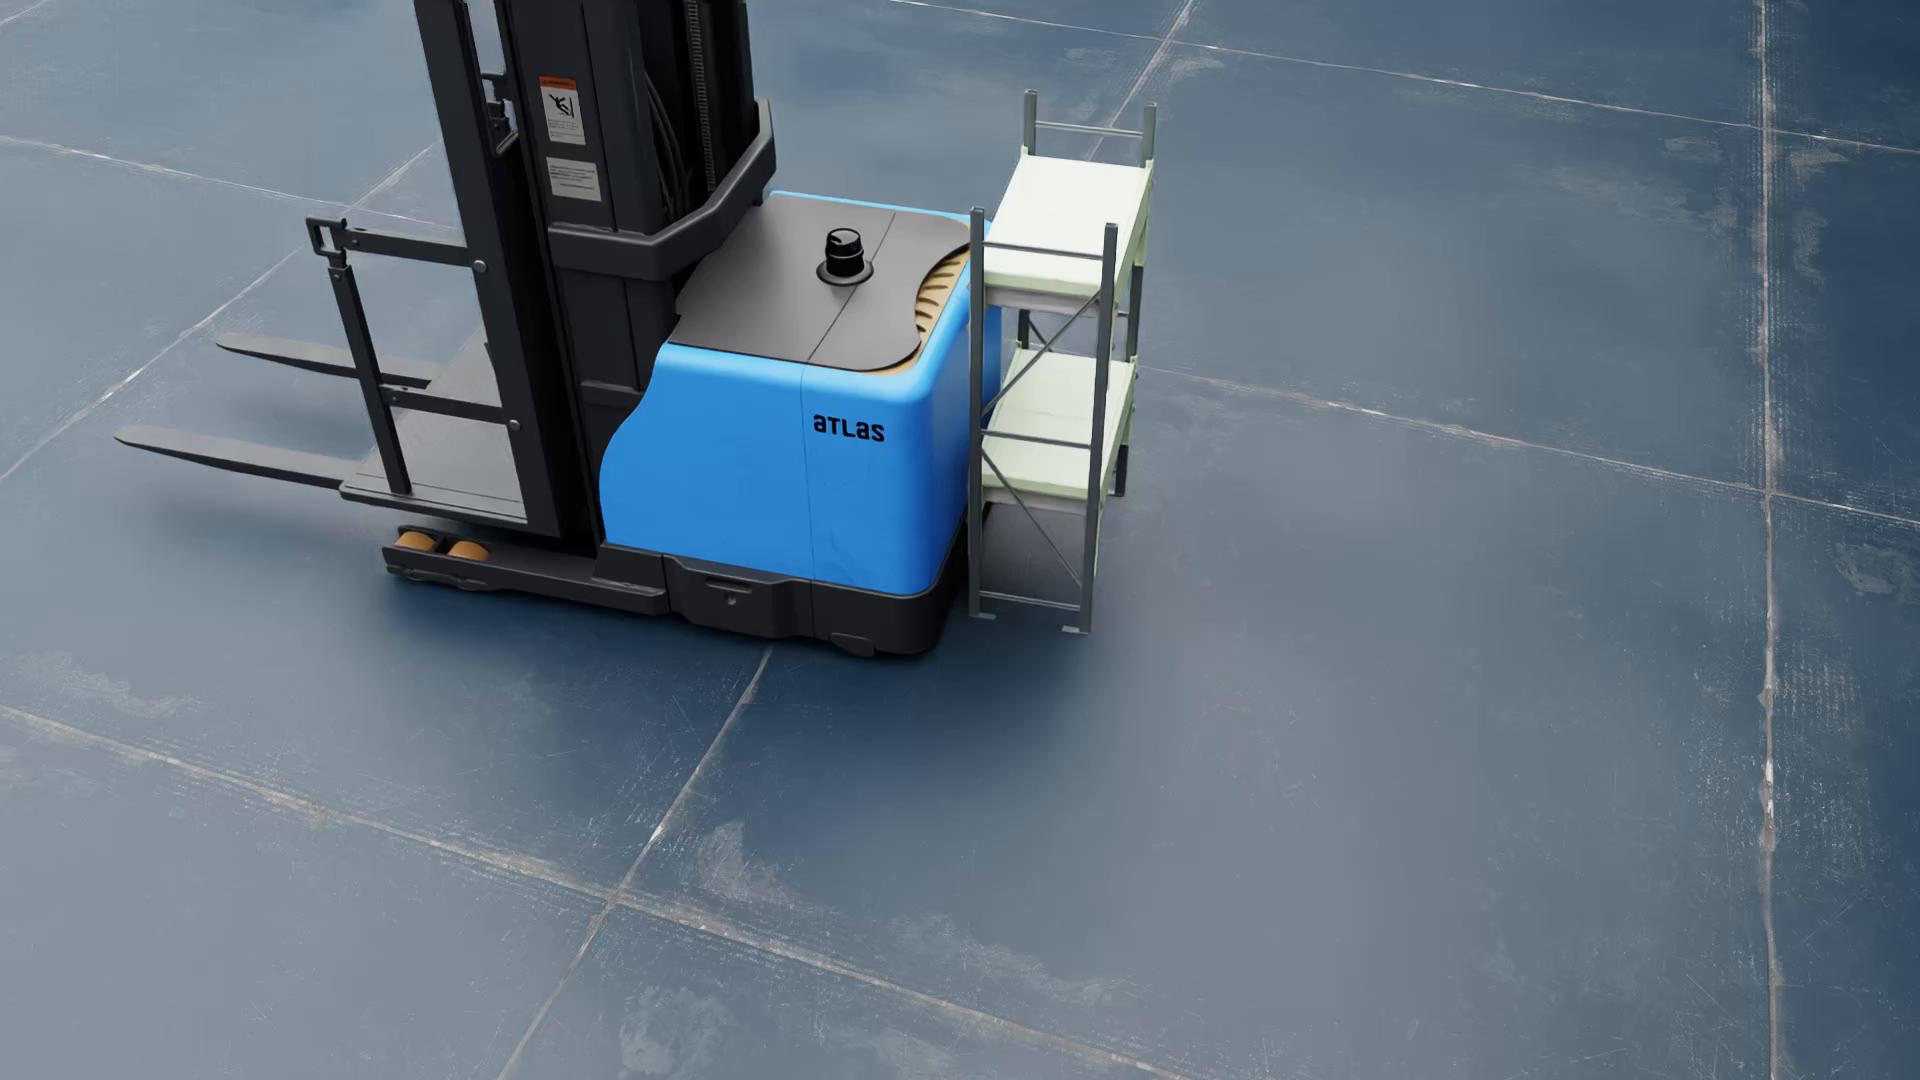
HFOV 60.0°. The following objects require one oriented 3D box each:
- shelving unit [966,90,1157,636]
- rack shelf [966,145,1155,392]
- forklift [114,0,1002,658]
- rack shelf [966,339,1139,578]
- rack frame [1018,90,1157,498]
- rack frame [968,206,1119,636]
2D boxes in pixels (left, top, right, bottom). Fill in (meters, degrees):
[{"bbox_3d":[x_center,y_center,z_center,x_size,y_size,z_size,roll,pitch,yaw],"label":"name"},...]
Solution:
[{"bbox_3d":[0.309,-0.527,5.212,0.431,1.500,0.755,9,41,10],"label":"shelving unit"},{"bbox_3d":[0.309,-0.824,4.958,0.431,0.370,0.720,9,41,10],"label":"rack shelf"},{"bbox_3d":[-1.423,-1.266,4.976,3.031,2.935,1.130,10,41,11],"label":"forklift"},{"bbox_3d":[0.309,-0.279,5.423,0.431,0.370,0.720,9,41,10],"label":"rack shelf"},{"bbox_3d":[0.392,-0.758,5.483,0.400,1.500,0.023,9,41,10],"label":"rack frame"},{"bbox_3d":[0.225,-0.295,4.941,0.400,1.500,0.023,9,41,10],"label":"rack frame"}]
